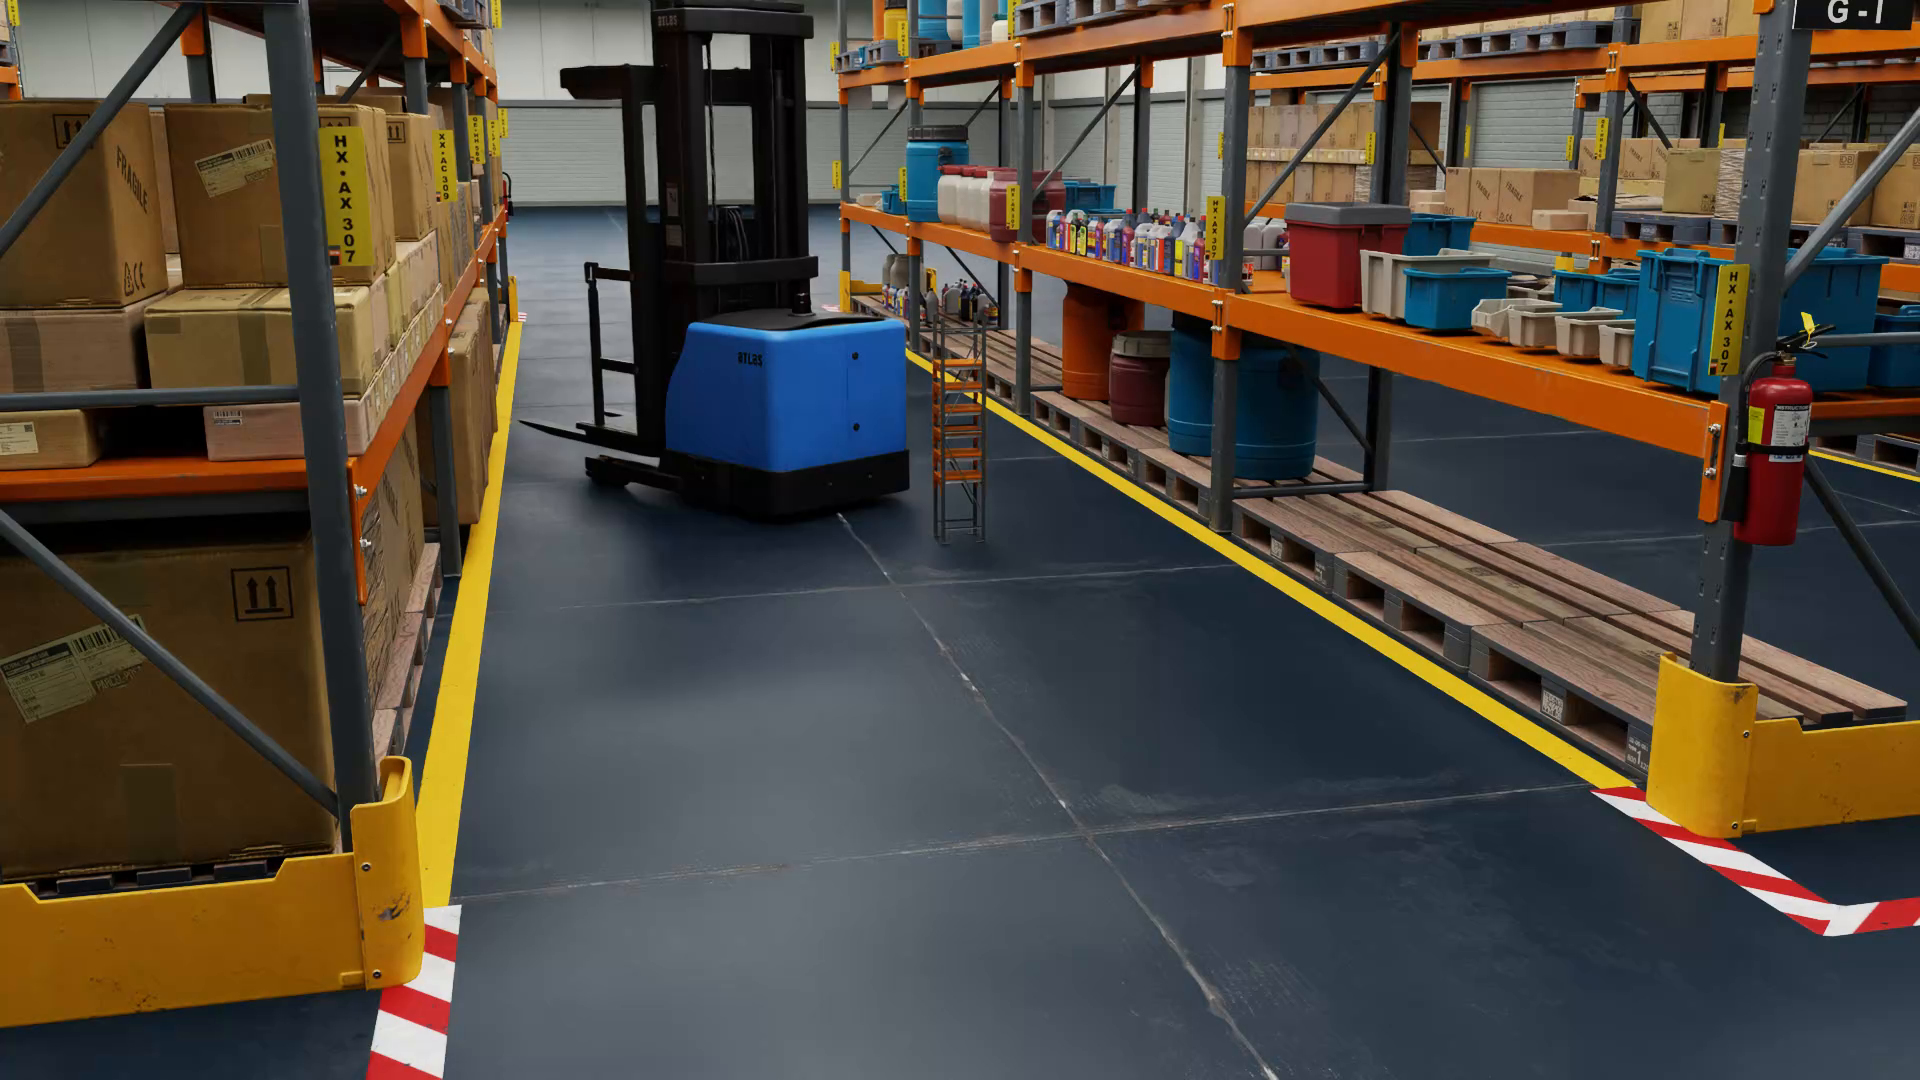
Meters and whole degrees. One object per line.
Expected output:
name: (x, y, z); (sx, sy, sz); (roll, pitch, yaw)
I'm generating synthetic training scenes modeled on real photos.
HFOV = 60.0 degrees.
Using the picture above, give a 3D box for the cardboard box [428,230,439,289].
cardboard box: (-2.585, -1.237, 7.360); (0.500, 0.250, 0.500); (-4, 14, -14)

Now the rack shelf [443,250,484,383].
rack shelf: (-3.414, -1.365, 9.709); (1.077, 0.370, 4.000); (-3, 14, -13)

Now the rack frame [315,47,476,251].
rack frame: (-3.883, -2.176, 11.512); (1.000, 3.000, 0.127); (-3, 14, -13)

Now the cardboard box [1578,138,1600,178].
cardboard box: (8.502, -5.024, 21.863); (0.500, 0.500, 0.500); (-3, 14, -13)

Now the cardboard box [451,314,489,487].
cardboard box: (-3.324, -0.777, 9.380); (1.225, 0.875, 0.875); (-4, 14, -15)

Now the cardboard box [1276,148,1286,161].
cardboard box: (3.995, -4.596, 19.839); (0.380, 0.149, 0.250); (-4, 14, -15)

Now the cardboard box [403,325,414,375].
cardboard box: (-2.130, -0.663, 5.850); (0.380, 0.149, 0.250); (-4, 14, -15)

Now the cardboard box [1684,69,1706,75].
cardboard box: (8.989, -5.788, 19.724); (0.500, 0.500, 0.500); (-4, 14, -15)

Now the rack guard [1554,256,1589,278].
rack guard: (8.700, -3.618, 22.681); (1.175, 0.500, 0.348); (-3, 14, -13)

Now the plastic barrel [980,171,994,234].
plastic barrel: (0.383, -2.829, 13.949); (0.421, 0.512, 0.421); (0, 14, 0)

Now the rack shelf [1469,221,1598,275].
rack shelf: (5.277, -2.839, 15.742); (1.077, 0.370, 4.000); (-3, 14, -13)

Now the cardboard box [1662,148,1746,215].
cardboard box: (6.004, -2.840, 13.138); (0.700, 0.500, 0.500); (-9, 16, -32)

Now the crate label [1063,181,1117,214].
crate label: (0.961, -2.713, 13.637); (0.502, 0.435, 0.616); (-3, 14, -13)

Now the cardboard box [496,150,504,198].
cardboard box: (-5.426, -3.977, 18.048); (0.875, 0.500, 0.500); (-3, 14, -13)

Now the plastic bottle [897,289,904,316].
plastic bottle: (-0.595, -2.554, 17.873); (0.152, 0.276, 0.135); (-3, 14, -12)

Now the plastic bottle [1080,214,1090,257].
plastic bottle: (0.868, -2.084, 11.382); (0.061, 0.283, 0.133); (-3, 14, -13)

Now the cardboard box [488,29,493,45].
cardboard box: (-5.194, -5.372, 17.752); (0.380, 0.149, 0.250); (-3, 14, -13)

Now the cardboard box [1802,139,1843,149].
cardboard box: (9.714, -4.348, 19.097); (0.500, 0.500, 0.500); (-4, 14, -14)

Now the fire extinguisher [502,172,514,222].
fire extinguisher: (-5.341, -4.036, 19.288); (0.296, 0.674, 0.183); (-3, 14, -13)

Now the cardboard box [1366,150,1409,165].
cardboard box: (4.535, -4.064, 17.664); (0.380, 0.149, 0.250); (-3, 14, -13)

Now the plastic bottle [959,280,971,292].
plastic bottle: (0.061, -2.652, 18.117); (0.144, 0.351, 0.185); (-3, 14, -14)

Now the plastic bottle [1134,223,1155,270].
plastic bottle: (1.173, -1.827, 10.345); (0.152, 0.276, 0.135); (-3, 14, -13)

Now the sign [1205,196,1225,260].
sign: (1.335, -1.633, 8.708); (0.100, 0.325, 0.005); (-3, 14, -13)

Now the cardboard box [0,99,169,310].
cardboard box: (-2.374, -0.864, 4.251); (0.500, 0.500, 0.500); (-3, 14, -12)

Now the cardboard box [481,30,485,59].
cardboard box: (-4.680, -4.601, 15.434); (0.500, 0.250, 0.500); (-4, 14, -15)

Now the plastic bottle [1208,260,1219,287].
plastic bottle: (1.464, -1.542, 9.178); (0.152, 0.276, 0.135); (-3, 14, -13)

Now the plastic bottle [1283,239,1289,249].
plastic bottle: (2.000, -1.718, 10.057); (0.097, 0.201, 0.097); (0, 14, 0)

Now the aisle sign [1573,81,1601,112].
aisle sign: (8.374, -6.112, 22.147); (0.394, 0.787, 0.004); (-3, 14, -13)

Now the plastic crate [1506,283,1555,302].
plastic crate: (2.572, -1.045, 7.313); (0.293, 0.136, 0.466); (-3, 14, -13)

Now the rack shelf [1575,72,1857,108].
rack shelf: (9.152, -5.496, 20.297); (1.077, 0.370, 4.000); (-3, 14, -13)

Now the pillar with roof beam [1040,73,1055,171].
pillar with roof beam: (-1.543, -14.331, 48.626); (9.100, 9.000, 0.400); (-3, 14, -13)

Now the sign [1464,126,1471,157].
sign: (5.332, -4.206, 17.550); (0.100, 0.325, 0.005); (-3, 14, -13)

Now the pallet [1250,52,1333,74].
pallet: (4.009, -5.822, 20.303); (1.003, 0.211, 1.213); (-3, 14, -13)

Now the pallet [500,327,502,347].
pallet: (-5.015, -1.897, 16.246); (1.003, 0.211, 1.213); (-3, 14, -13)

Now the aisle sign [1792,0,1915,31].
aisle sign: (2.542, -1.836, 4.644); (0.394, 0.787, 0.004); (-3, 14, -13)

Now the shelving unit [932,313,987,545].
shelving unit: (-0.003, -0.586, 8.798); (0.258, 1.200, 0.189); (-3, 14, -13)

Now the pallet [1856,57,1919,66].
pallet: (9.910, -4.905, 16.759); (1.213, 0.211, 1.003); (-3, 14, -13)

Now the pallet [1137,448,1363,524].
pallet: (1.730, -0.355, 9.934); (1.003, 0.211, 1.213); (-3, 14, -13)

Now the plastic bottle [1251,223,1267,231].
plastic bottle: (1.860, -1.864, 10.497); (0.152, 0.276, 0.135); (-3, 14, -13)

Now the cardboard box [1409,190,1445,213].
cardboard box: (4.965, -3.466, 17.108); (0.500, 0.250, 0.500); (-2, 14, -10)

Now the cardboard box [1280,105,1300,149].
cardboard box: (4.226, -4.893, 19.692); (0.700, 0.500, 0.500); (-3, 14, -13)

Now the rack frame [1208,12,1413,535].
rack frame: (1.870, -1.529, 8.865); (1.000, 3.000, 0.127); (-3, 14, -13)

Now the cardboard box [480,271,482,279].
cardboard box: (-5.330, -2.584, 17.567); (0.500, 0.500, 0.500); (-2, 14, -8)

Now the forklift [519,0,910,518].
forklift: (-1.699, -1.825, 10.222); (3.031, 2.935, 1.130); (13, 19, 43)

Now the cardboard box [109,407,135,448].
cardboard box: (-2.471, -0.332, 4.494); (0.380, 0.149, 0.250); (-3, 14, -13)

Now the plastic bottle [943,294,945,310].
plastic bottle: (-0.142, -2.649, 18.420); (0.097, 0.201, 0.097); (0, 14, 0)

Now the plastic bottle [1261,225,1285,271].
plastic bottle: (1.915, -1.810, 10.278); (0.152, 0.276, 0.135); (-3, 14, -13)

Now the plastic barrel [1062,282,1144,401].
plastic barrel: (1.063, -1.490, 12.391); (0.600, 0.830, 0.708); (-3, 14, -13)

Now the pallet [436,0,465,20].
pallet: (-3.415, -3.138, 9.527); (1.003, 0.211, 1.213); (-3, 14, -11)

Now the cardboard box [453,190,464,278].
cardboard box: (-3.171, -1.772, 9.648); (0.500, 0.500, 0.500); (-3, 14, -12)

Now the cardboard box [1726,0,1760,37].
cardboard box: (6.124, -3.896, 12.024); (0.910, 0.500, 0.500); (-3, 14, -13)

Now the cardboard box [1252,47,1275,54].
cardboard box: (3.999, -6.219, 20.344); (0.797, 0.503, 0.637); (-2, 14, -9)
